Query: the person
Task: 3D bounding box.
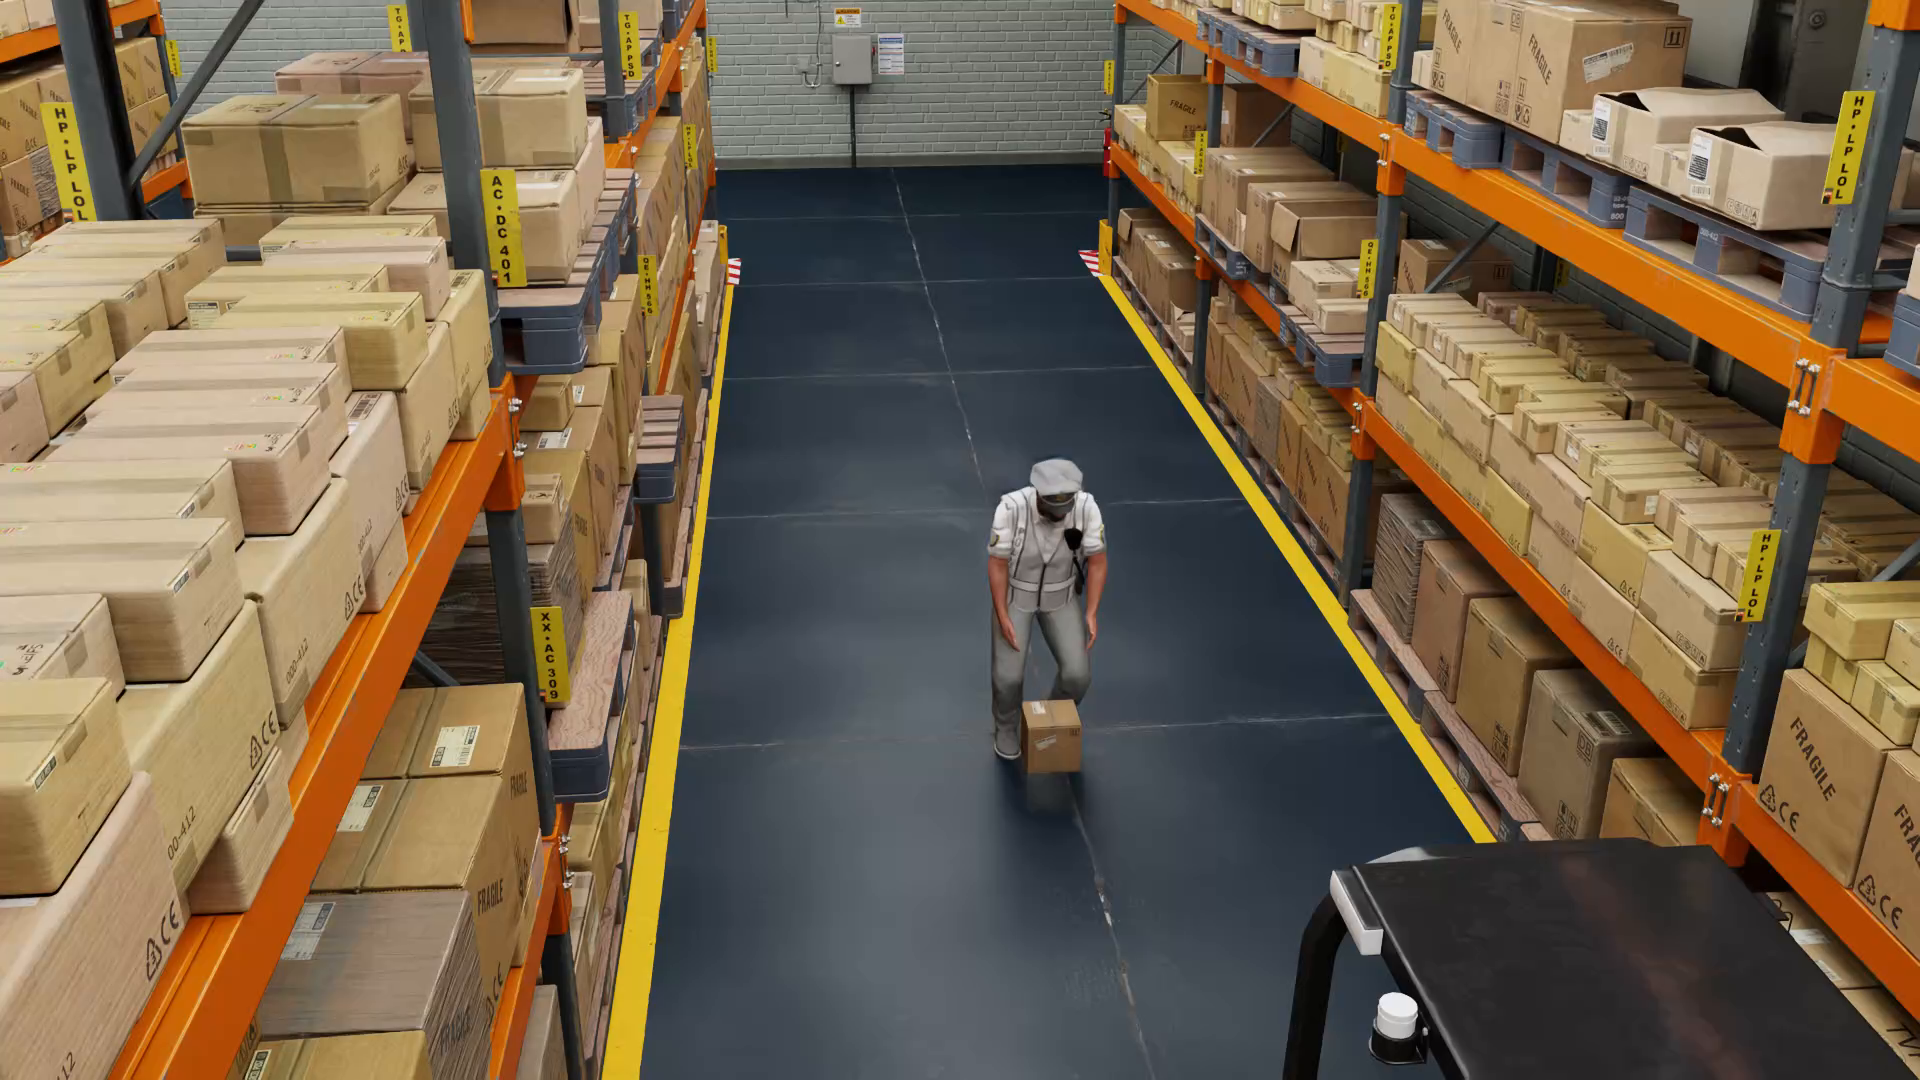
[{"bbox_3d":[0.416,0.315,8.083,0.581,1.594,0.658,-2,24,-4],"label":"person"}]
